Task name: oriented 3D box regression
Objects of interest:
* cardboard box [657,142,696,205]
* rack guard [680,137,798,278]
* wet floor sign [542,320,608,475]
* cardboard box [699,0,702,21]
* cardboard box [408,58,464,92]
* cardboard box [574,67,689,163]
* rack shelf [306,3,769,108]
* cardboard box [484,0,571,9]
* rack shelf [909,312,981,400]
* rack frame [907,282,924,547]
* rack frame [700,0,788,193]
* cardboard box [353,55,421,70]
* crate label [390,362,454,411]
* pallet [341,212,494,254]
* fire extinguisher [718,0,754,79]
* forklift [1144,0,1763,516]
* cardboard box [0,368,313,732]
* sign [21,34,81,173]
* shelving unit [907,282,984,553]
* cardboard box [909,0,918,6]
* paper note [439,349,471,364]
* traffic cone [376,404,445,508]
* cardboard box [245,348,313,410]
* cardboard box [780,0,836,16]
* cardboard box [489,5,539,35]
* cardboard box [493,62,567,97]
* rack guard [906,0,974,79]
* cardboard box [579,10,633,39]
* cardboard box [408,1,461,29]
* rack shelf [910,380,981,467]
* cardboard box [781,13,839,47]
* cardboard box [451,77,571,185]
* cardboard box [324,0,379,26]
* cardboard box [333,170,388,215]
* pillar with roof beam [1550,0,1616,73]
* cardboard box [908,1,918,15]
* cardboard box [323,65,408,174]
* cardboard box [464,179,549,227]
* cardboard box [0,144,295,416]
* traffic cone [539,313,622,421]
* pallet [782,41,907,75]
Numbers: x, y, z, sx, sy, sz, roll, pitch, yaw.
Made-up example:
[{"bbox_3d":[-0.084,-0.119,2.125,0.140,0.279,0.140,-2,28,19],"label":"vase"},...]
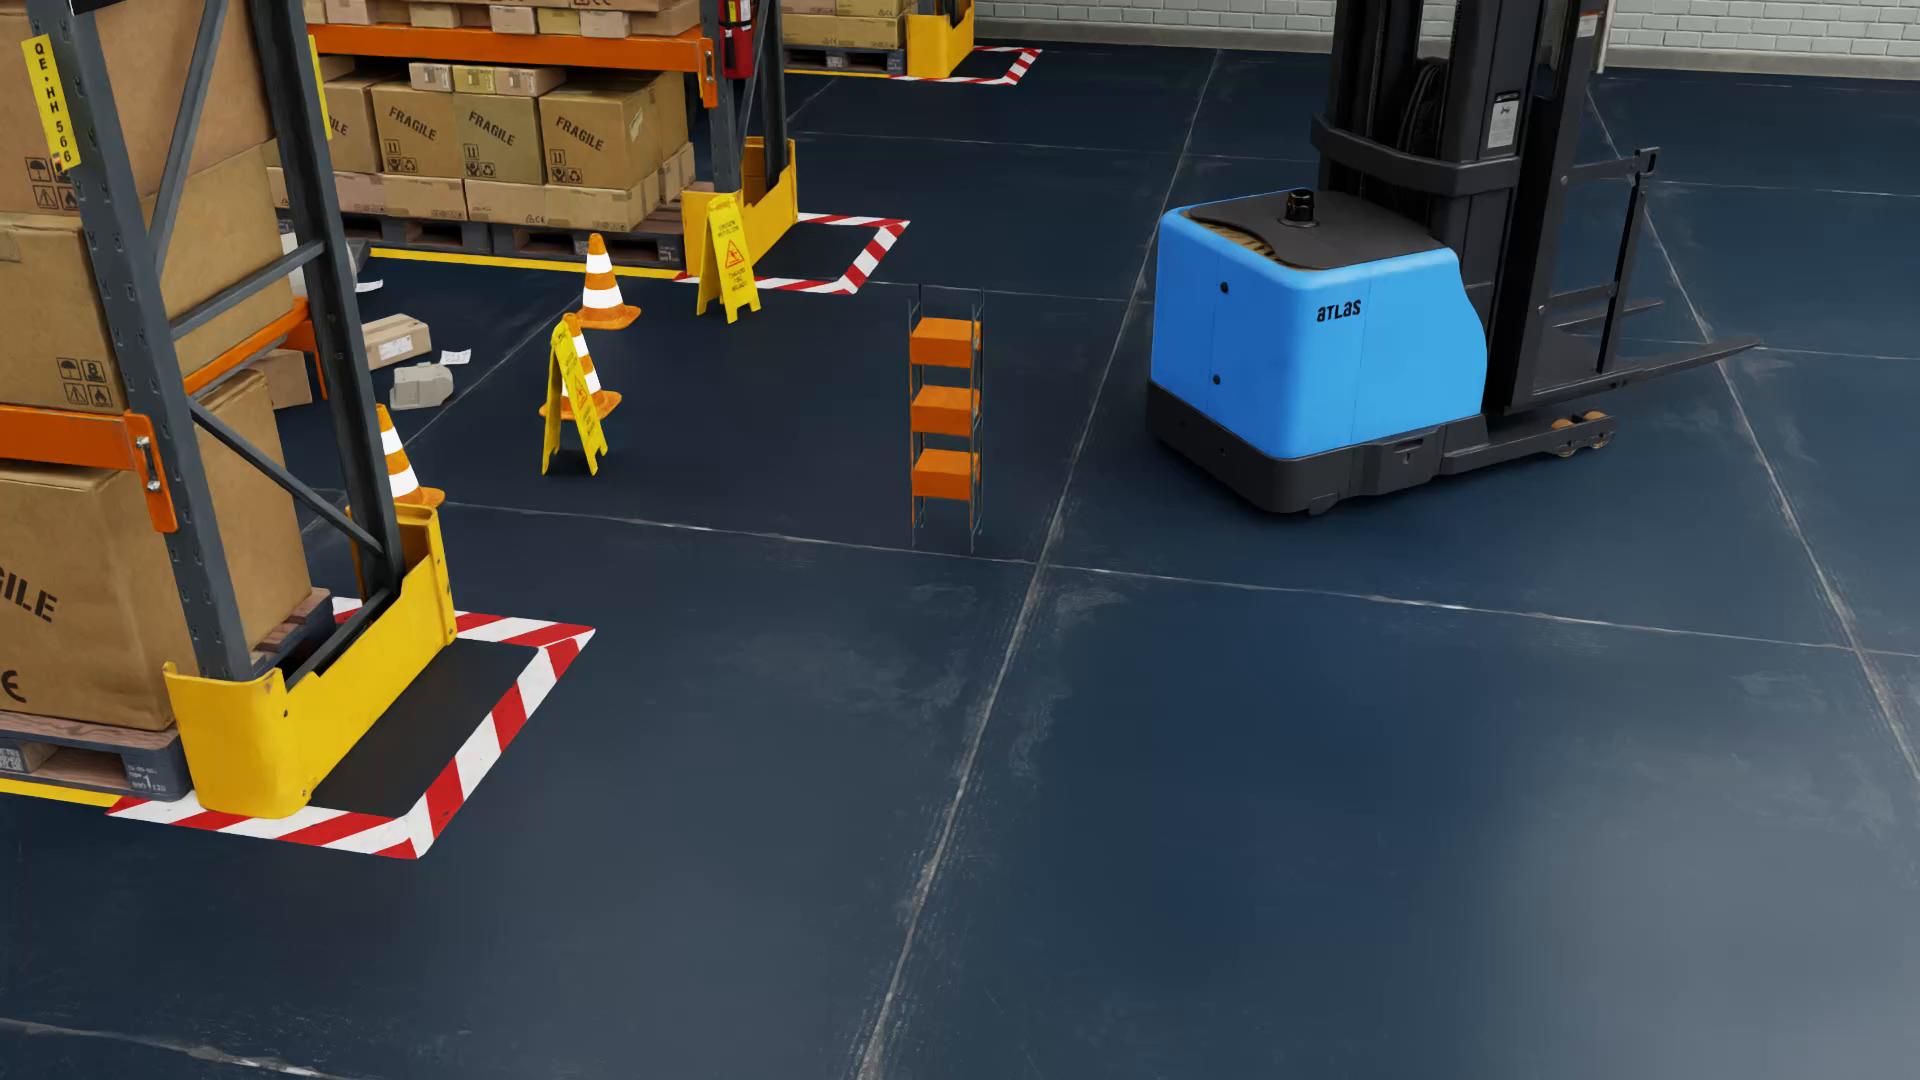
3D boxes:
[{"bbox_3d":[-1.946,-2.260,10.180,0.500,0.250,0.500,6,29,10],"label":"cardboard box"},{"bbox_3d":[-1.289,-1.982,9.850,0.348,0.500,1.175,6,29,11],"label":"rack guard"},{"bbox_3d":[-1.708,-0.630,7.229,0.232,0.644,0.267,1,29,2],"label":"wet floor sign"},{"bbox_3d":[-1.504,-3.092,9.535,0.250,0.149,0.380,6,29,11],"label":"cardboard box"},{"bbox_3d":[-2.928,-2.679,9.490,0.250,0.149,0.380,7,29,13],"label":"cardboard box"},{"bbox_3d":[-1.969,-2.591,10.004,0.500,0.500,0.500,5,29,9],"label":"cardboard box"},{"bbox_3d":[-3.170,-2.956,9.774,4.000,0.370,1.077,6,29,11],"label":"rack shelf"},{"bbox_3d":[-2.292,-3.222,9.099,0.500,0.500,0.500,6,29,11],"label":"cardboard box"},{"bbox_3d":[-0.052,-0.705,6.377,0.240,0.259,0.215,6,29,11],"label":"rack shelf"},{"bbox_3d":[-0.172,-0.478,6.530,0.008,1.050,0.200,6,29,11],"label":"rack frame"},{"bbox_3d":[-1.215,-3.071,9.235,0.127,3.000,1.000,6,29,11],"label":"rack frame"},{"bbox_3d":[-3.495,-2.745,10.285,0.500,0.500,0.500,7,30,13],"label":"cardboard box"},{"bbox_3d":[-2.586,-0.747,7.971,0.298,0.136,0.250,-9,30,-16],"label":"crate label"},{"bbox_3d":[-3.265,-2.077,10.323,1.213,0.211,1.003,6,29,11],"label":"pallet"},{"bbox_3d":[-1.199,-2.809,8.838,0.183,0.674,0.296,6,29,11],"label":"fire extinguisher"},{"bbox_3d":[2.388,-1.868,7.109,3.031,2.935,1.130,-14,32,-23],"label":"forklift"},{"bbox_3d":[-2.826,-0.025,5.448,0.875,0.875,0.875,6,29,11],"label":"cardboard box"},{"bbox_3d":[-2.276,-1.094,4.173,0.005,0.325,0.100,6,29,11],"label":"sign"},{"bbox_3d":[-0.052,-0.466,6.508,0.252,1.050,0.215,6,29,11],"label":"shelving unit"},{"bbox_3d":[-0.598,-4.744,14.198,0.500,0.250,0.500,6,29,11],"label":"cardboard box"},{"bbox_3d":[-2.555,-0.928,8.414,0.142,0.019,0.148,-4,29,-7],"label":"paper note"},{"bbox_3d":[-2.372,-0.343,6.895,0.334,0.463,0.336,6,29,11],"label":"traffic cone"},{"bbox_3d":[-3.461,-0.963,7.985,0.637,0.503,0.797,-14,32,-24],"label":"cardboard box"},{"bbox_3d":[-1.211,-4.557,13.855,0.500,0.250,0.500,6,29,10],"label":"cardboard box"},{"bbox_3d":[-2.400,-2.918,9.218,0.250,0.149,0.380,6,29,11],"label":"cardboard box"},{"bbox_3d":[-2.426,-2.625,9.392,0.250,0.149,0.380,7,29,12],"label":"cardboard box"},{"bbox_3d":[-0.158,-4.303,14.090,0.348,0.500,1.175,6,29,11],"label":"rack guard"},{"bbox_3d":[-1.896,-2.871,9.132,0.250,0.149,0.380,6,29,10],"label":"cardboard box"},{"bbox_3d":[-2.890,-2.993,9.355,0.250,0.149,0.380,6,29,10],"label":"cardboard box"},{"bbox_3d":[-0.052,-0.457,6.513,0.240,0.259,0.215,6,29,11],"label":"rack shelf"},{"bbox_3d":[-1.191,-4.333,13.968,0.500,0.250,0.500,6,29,11],"label":"cardboard box"},{"bbox_3d":[-2.564,-2.386,9.630,0.500,0.500,0.500,7,29,12],"label":"cardboard box"},{"bbox_3d":[-3.384,-3.035,9.431,0.250,0.149,0.380,6,29,10],"label":"cardboard box"},{"bbox_3d":[-3.562,-2.164,10.005,0.500,0.250,0.500,5,29,10],"label":"cardboard box"},{"bbox_3d":[4.294,-5.903,8.162,0.400,9.000,9.100,6,29,11],"label":"pillar with roof beam"},{"bbox_3d":[-0.621,-4.521,14.311,0.500,0.250,0.500,6,29,11],"label":"cardboard box"},{"bbox_3d":[-3.573,-2.492,9.823,0.500,0.500,0.500,7,30,13],"label":"cardboard box"},{"bbox_3d":[-2.566,-2.059,9.814,0.500,0.250,0.500,6,29,11],"label":"cardboard box"},{"bbox_3d":[-2.522,-0.818,4.964,0.550,0.550,0.875,6,29,11],"label":"cardboard box"},{"bbox_3d":[-1.804,-0.840,7.802,0.334,0.463,0.336,6,29,11],"label":"traffic cone"},{"bbox_3d":[-0.938,-4.236,14.268,1.213,0.211,1.003,6,29,11],"label":"pallet"}]
